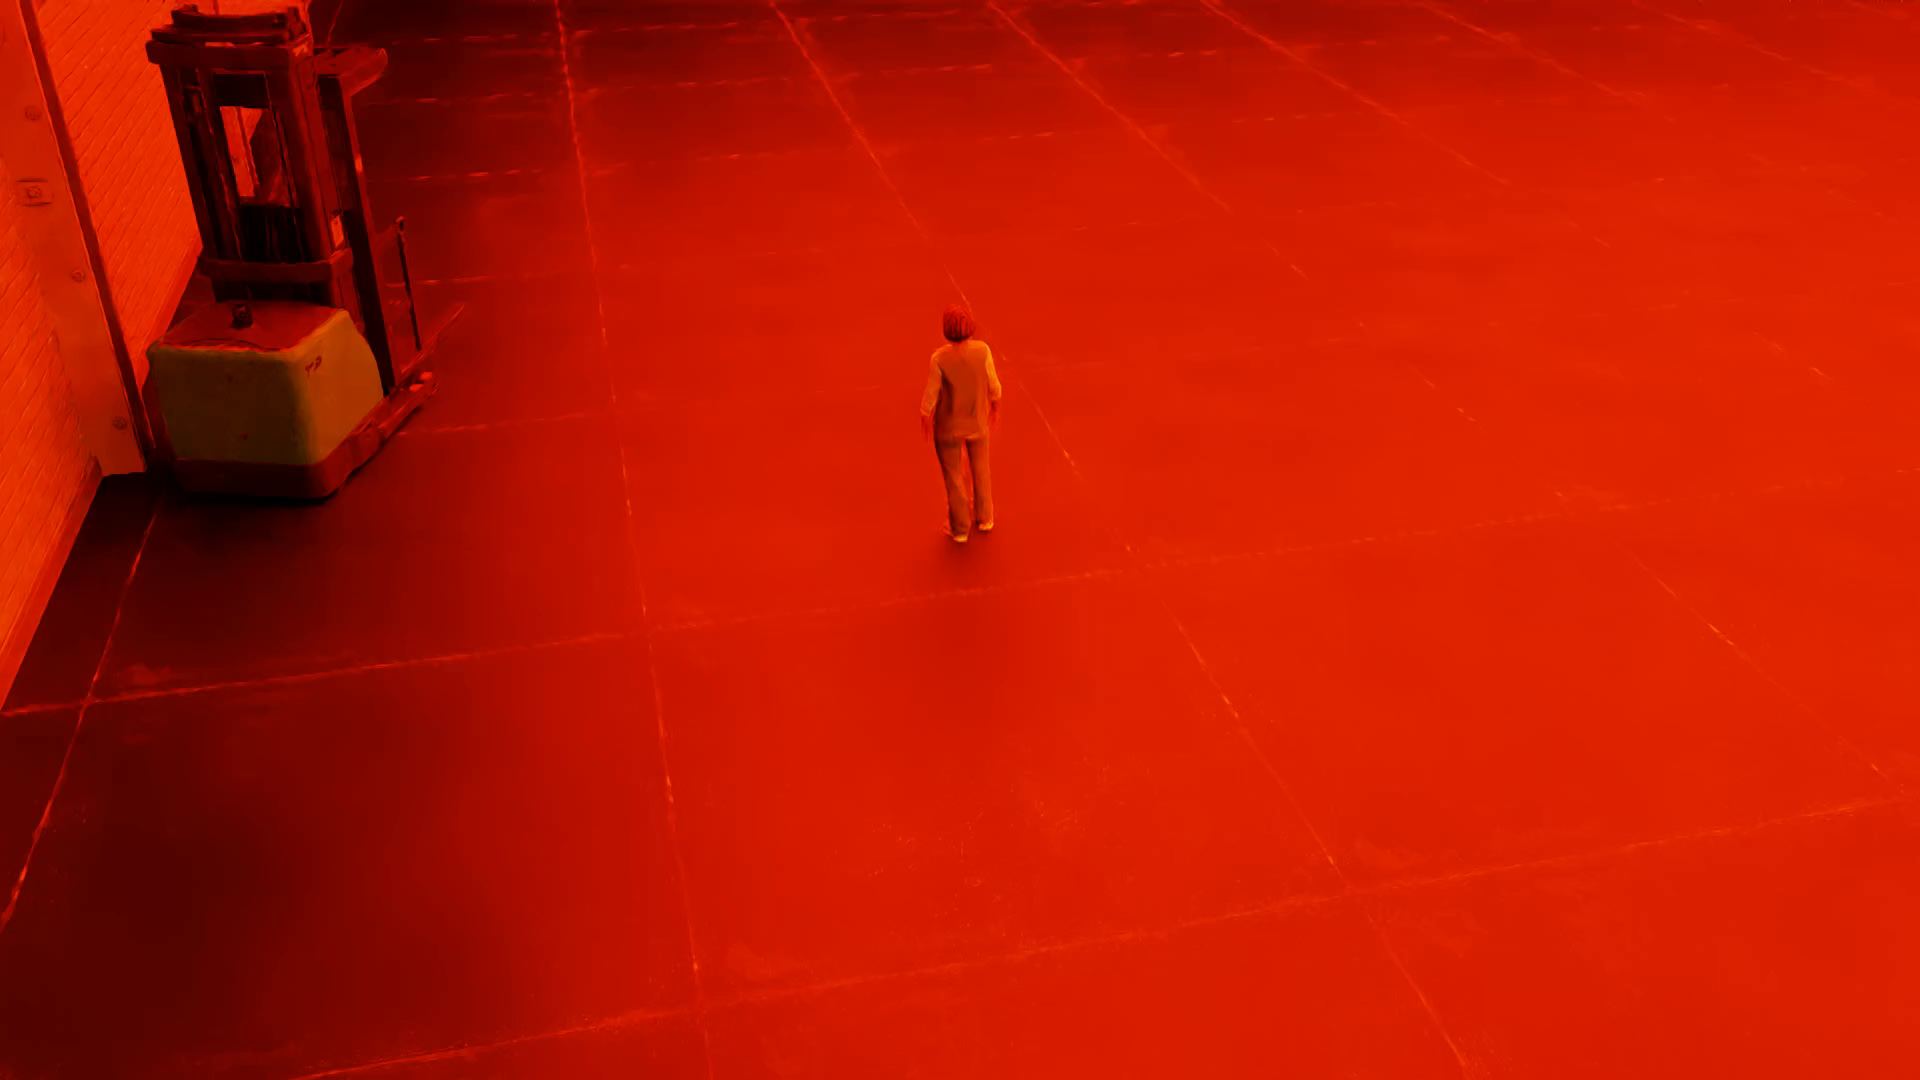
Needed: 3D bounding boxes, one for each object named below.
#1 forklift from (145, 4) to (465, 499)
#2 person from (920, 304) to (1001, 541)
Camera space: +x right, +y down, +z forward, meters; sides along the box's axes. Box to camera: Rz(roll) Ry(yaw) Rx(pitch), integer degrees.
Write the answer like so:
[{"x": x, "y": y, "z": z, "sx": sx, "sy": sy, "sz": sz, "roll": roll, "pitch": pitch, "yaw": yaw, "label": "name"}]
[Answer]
[{"x": -4.476, "y": -2.253, "z": 11.466, "sx": 1.130, "sy": 2.935, "sz": 3.031, "roll": 3, "pitch": 30, "yaw": 6, "label": "forklift"}, {"x": -0.004, "y": -0.735, "z": 10.161, "sx": 0.521, "sy": 1.597, "sz": 0.474, "roll": -7, "pitch": 31, "yaw": -12, "label": "person"}]
